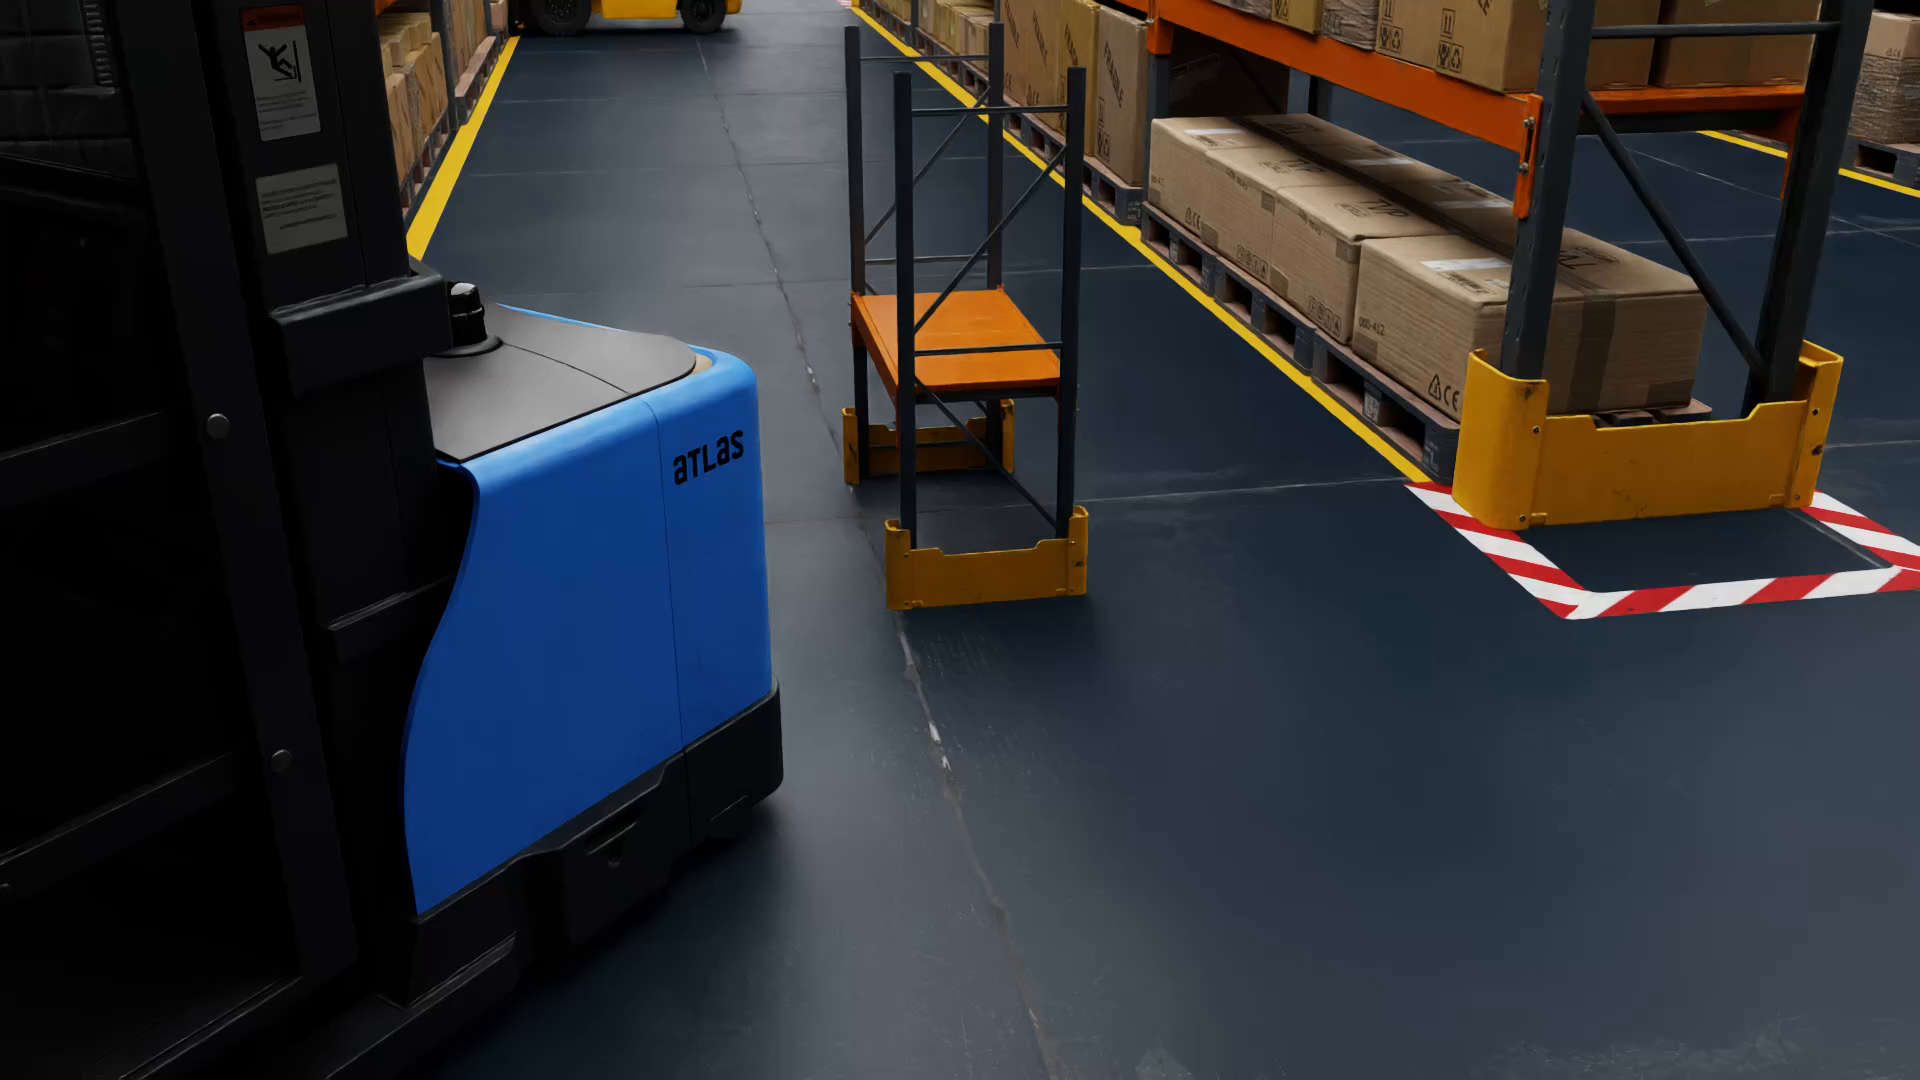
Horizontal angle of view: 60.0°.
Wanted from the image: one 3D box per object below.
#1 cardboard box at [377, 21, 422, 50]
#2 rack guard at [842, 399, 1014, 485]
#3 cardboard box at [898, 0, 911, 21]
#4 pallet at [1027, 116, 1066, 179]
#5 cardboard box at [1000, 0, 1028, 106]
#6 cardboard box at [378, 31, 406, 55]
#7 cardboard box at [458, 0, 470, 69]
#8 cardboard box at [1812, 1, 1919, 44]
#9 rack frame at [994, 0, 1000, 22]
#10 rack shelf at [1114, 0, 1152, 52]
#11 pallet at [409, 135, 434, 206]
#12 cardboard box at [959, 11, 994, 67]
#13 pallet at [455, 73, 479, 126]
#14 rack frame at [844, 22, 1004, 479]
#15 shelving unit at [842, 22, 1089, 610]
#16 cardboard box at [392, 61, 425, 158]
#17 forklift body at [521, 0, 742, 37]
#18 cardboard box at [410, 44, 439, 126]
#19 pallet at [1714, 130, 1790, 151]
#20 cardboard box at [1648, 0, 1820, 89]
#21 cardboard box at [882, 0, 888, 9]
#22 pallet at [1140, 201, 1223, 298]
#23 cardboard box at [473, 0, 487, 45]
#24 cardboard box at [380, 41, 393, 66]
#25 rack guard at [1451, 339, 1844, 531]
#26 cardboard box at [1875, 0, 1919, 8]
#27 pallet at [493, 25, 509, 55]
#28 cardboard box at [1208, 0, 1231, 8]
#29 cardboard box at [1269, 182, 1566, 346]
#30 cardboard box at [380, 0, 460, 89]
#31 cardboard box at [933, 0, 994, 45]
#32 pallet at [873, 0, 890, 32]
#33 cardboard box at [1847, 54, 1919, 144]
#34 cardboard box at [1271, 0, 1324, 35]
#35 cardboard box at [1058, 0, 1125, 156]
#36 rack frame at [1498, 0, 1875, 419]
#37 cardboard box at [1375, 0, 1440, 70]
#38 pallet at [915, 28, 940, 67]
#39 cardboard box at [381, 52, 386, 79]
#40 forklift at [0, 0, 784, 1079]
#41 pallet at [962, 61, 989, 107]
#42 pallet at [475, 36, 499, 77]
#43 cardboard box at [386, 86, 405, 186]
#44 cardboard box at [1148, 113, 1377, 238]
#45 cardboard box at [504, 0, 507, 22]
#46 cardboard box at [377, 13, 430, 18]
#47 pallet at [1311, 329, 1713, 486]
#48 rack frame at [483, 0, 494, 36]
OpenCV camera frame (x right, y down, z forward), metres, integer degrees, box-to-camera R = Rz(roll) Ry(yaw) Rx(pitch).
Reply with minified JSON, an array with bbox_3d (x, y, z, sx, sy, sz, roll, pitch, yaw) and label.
[{"bbox_3d":[-3.692,-3.255,10.743,0.380,0.149,0.250,-5,24,-12],"label":"cardboard box"},{"bbox_3d":[-0.106,-0.340,5.717,0.587,0.250,0.087,-4,24,-10],"label":"rack guard"},{"bbox_3d":[-0.354,-5.385,16.743,0.500,0.250,0.500,-3,24,-7],"label":"cardboard box"},{"bbox_3d":[1.053,-2.594,10.927,1.003,0.211,1.213,-4,24,-10],"label":"pallet"},{"bbox_3d":[0.805,-3.608,11.893,0.875,0.875,0.875,-5,24,-10],"label":"cardboard box"},{"bbox_3d":[-3.641,-3.050,10.273,0.380,0.149,0.250,-5,24,-11],"label":"cardboard box"},{"bbox_3d":[-4.473,-4.170,13.492,0.875,0.625,0.625,-5,24,-12],"label":"cardboard box"},{"bbox_3d":[5.877,-3.368,10.874,0.500,0.250,0.500,-3,24,-7],"label":"cardboard box"},{"bbox_3d":[0.759,-4.667,12.188,1.000,3.000,0.127,-4,24,-10],"label":"rack frame"},{"bbox_3d":[1.129,-3.550,10.530,1.077,0.370,4.000,-4,24,-10],"label":"rack shelf"},{"bbox_3d":[-3.795,-2.245,10.126,1.003,0.211,1.213,-4,24,-10],"label":"pallet"},{"bbox_3d":[0.520,-4.168,13.803,0.950,0.372,0.625,-5,24,-11],"label":"cardboard box"},{"bbox_3d":[-4.232,-3.347,12.649,1.003,0.211,1.213,-4,24,-10],"label":"pallet"},{"bbox_3d":[-0.110,-0.921,5.484,0.500,1.500,0.032,-4,24,-10],"label":"rack frame"},{"bbox_3d":[-0.014,-0.717,5.018,0.587,1.500,1.083,-4,24,-10],"label":"shelving unit"},{"bbox_3d":[-3.533,-2.588,10.027,0.500,0.500,0.500,-5,24,-12],"label":"cardboard box"},{"bbox_3d":[-3.454,-6.445,17.319,2.313,2.155,1.214,-4,24,-10],"label":"forklift body"},{"bbox_3d":[-3.747,-2.997,10.963,0.500,0.500,0.500,-5,24,-11],"label":"cardboard box"},{"bbox_3d":[5.970,-3.009,11.875,1.003,0.211,1.213,-4,24,-10],"label":"pallet"},{"bbox_3d":[2.432,-1.776,5.444,0.500,0.500,0.500,-4,24,-10],"label":"cardboard box"},{"bbox_3d":[-0.552,-5.794,17.680,0.500,0.250,0.500,-4,24,-9],"label":"cardboard box"},{"bbox_3d":[1.562,-1.511,8.445,1.003,0.211,1.213,-4,24,-10],"label":"pallet"},{"bbox_3d":[-4.750,-4.771,14.869,0.875,0.625,0.625,-3,24,-7],"label":"cardboard box"},{"bbox_3d":[-3.565,-2.843,9.799,0.380,0.149,0.250,-4,24,-10],"label":"cardboard box"},{"bbox_3d":[2.243,-0.365,5.461,1.175,0.500,0.348,-4,24,-10],"label":"rack guard"},{"bbox_3d":[6.367,-3.410,10.971,0.500,0.250,0.500,-4,24,-8],"label":"cardboard box"},{"bbox_3d":[-4.964,-4.909,16.227,1.003,0.211,1.213,-4,24,-10],"label":"pallet"},{"bbox_3d":[1.417,-2.737,7.644,0.500,0.500,0.500,-4,24,-9],"label":"cardboard box"},{"bbox_3d":[1.841,-1.150,6.812,0.875,0.438,0.875,-4,24,-8],"label":"cardboard box"},{"bbox_3d":[-4.220,-3.649,12.298,0.875,0.625,0.625,-4,24,-8],"label":"cardboard box"},{"bbox_3d":[0.255,-4.740,15.113,0.950,0.372,0.625,-3,24,-6],"label":"cardboard box"},{"bbox_3d":[-0.368,-5.705,18.048,1.003,0.211,1.213,-4,24,-10],"label":"pallet"},{"bbox_3d":[5.960,-2.819,10.555,0.500,0.500,0.500,-5,24,-11],"label":"cardboard box"},{"bbox_3d":[1.598,-2.338,6.731,0.500,0.500,0.500,-4,24,-8],"label":"cardboard box"},{"bbox_3d":[1.131,-2.905,10.283,0.875,0.875,0.875,-4,24,-8],"label":"cardboard box"},{"bbox_3d":[2.238,-1.520,4.983,1.000,3.000,0.127,-4,24,-10],"label":"rack frame"},{"bbox_3d":[1.811,-1.935,5.807,0.500,0.500,0.500,-5,24,-11],"label":"cardboard box"},{"bbox_3d":[0.165,-4.656,15.647,1.003,0.211,1.213,-4,24,-10],"label":"pallet"},{"bbox_3d":[-3.443,-2.641,9.337,0.380,0.149,0.250,-4,24,-10],"label":"cardboard box"},{"bbox_3d":[-1.637,-0.352,2.394,1.130,2.935,3.031,15,28,30],"label":"forklift"},{"bbox_3d":[0.616,-3.696,13.450,1.003,0.211,1.213,-4,24,-10],"label":"pallet"},{"bbox_3d":[-4.683,-4.307,14.847,1.003,0.211,1.213,-4,24,-10],"label":"pallet"},{"bbox_3d":[-3.355,-2.187,9.109,0.500,0.500,0.500,-5,24,-10],"label":"cardboard box"},{"bbox_3d":[1.509,-1.857,8.430,0.875,0.438,0.875,-5,24,-11],"label":"cardboard box"},{"bbox_3d":[-4.731,-5.217,16.358,0.500,0.250,0.500,-5,24,-11],"label":"cardboard box"},{"bbox_3d":[-3.778,-3.467,11.228,0.380,0.149,0.250,-5,24,-12],"label":"cardboard box"},{"bbox_3d":[2.014,-0.551,6.248,1.003,0.211,1.213,-4,24,-10],"label":"pallet"},{"bbox_3d":[-4.858,-5.871,14.946,1.000,3.000,0.127,-4,24,-10],"label":"rack frame"}]
